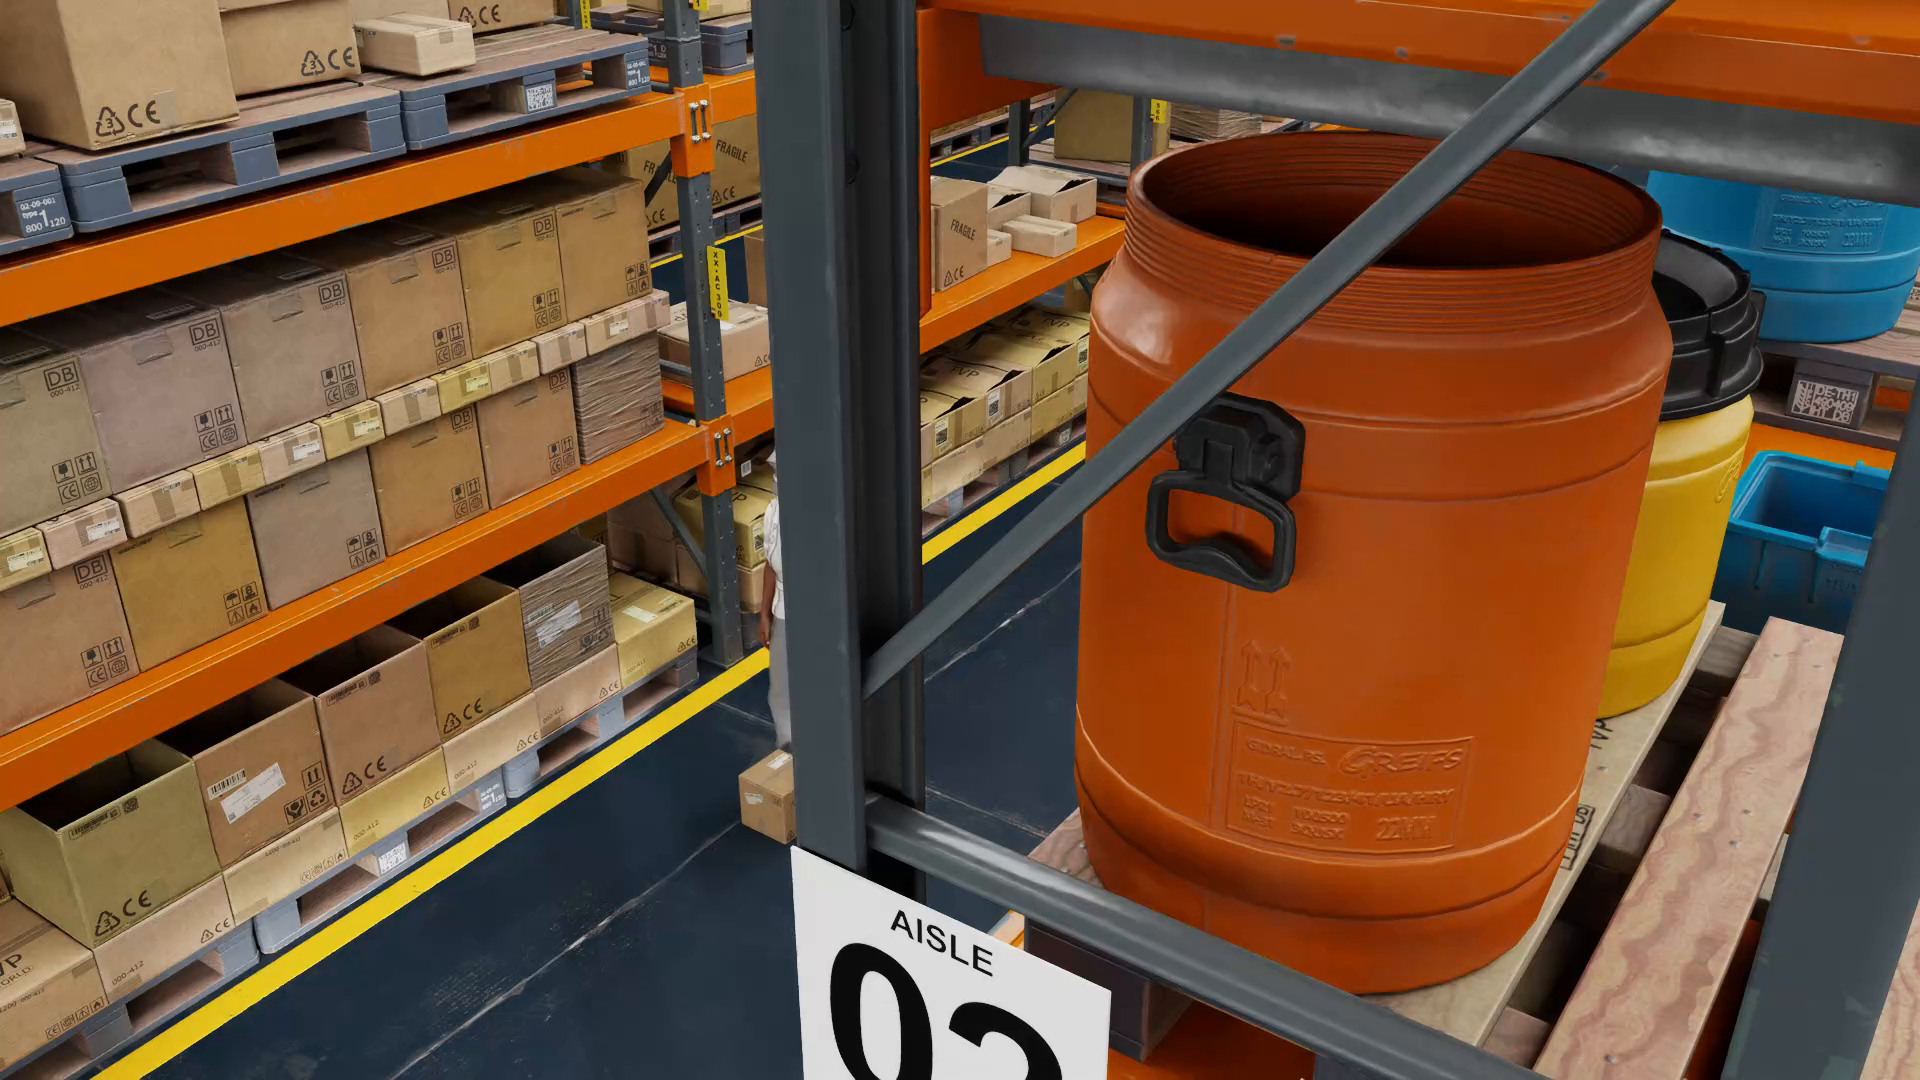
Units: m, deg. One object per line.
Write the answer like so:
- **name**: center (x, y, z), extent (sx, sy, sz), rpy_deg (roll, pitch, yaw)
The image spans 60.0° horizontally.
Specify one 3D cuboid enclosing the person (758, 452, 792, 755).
- **person**: center (-0.629, 0.367, 6.900), extent (0.530, 1.660, 0.398), rpy_deg (15, 31, 27)
